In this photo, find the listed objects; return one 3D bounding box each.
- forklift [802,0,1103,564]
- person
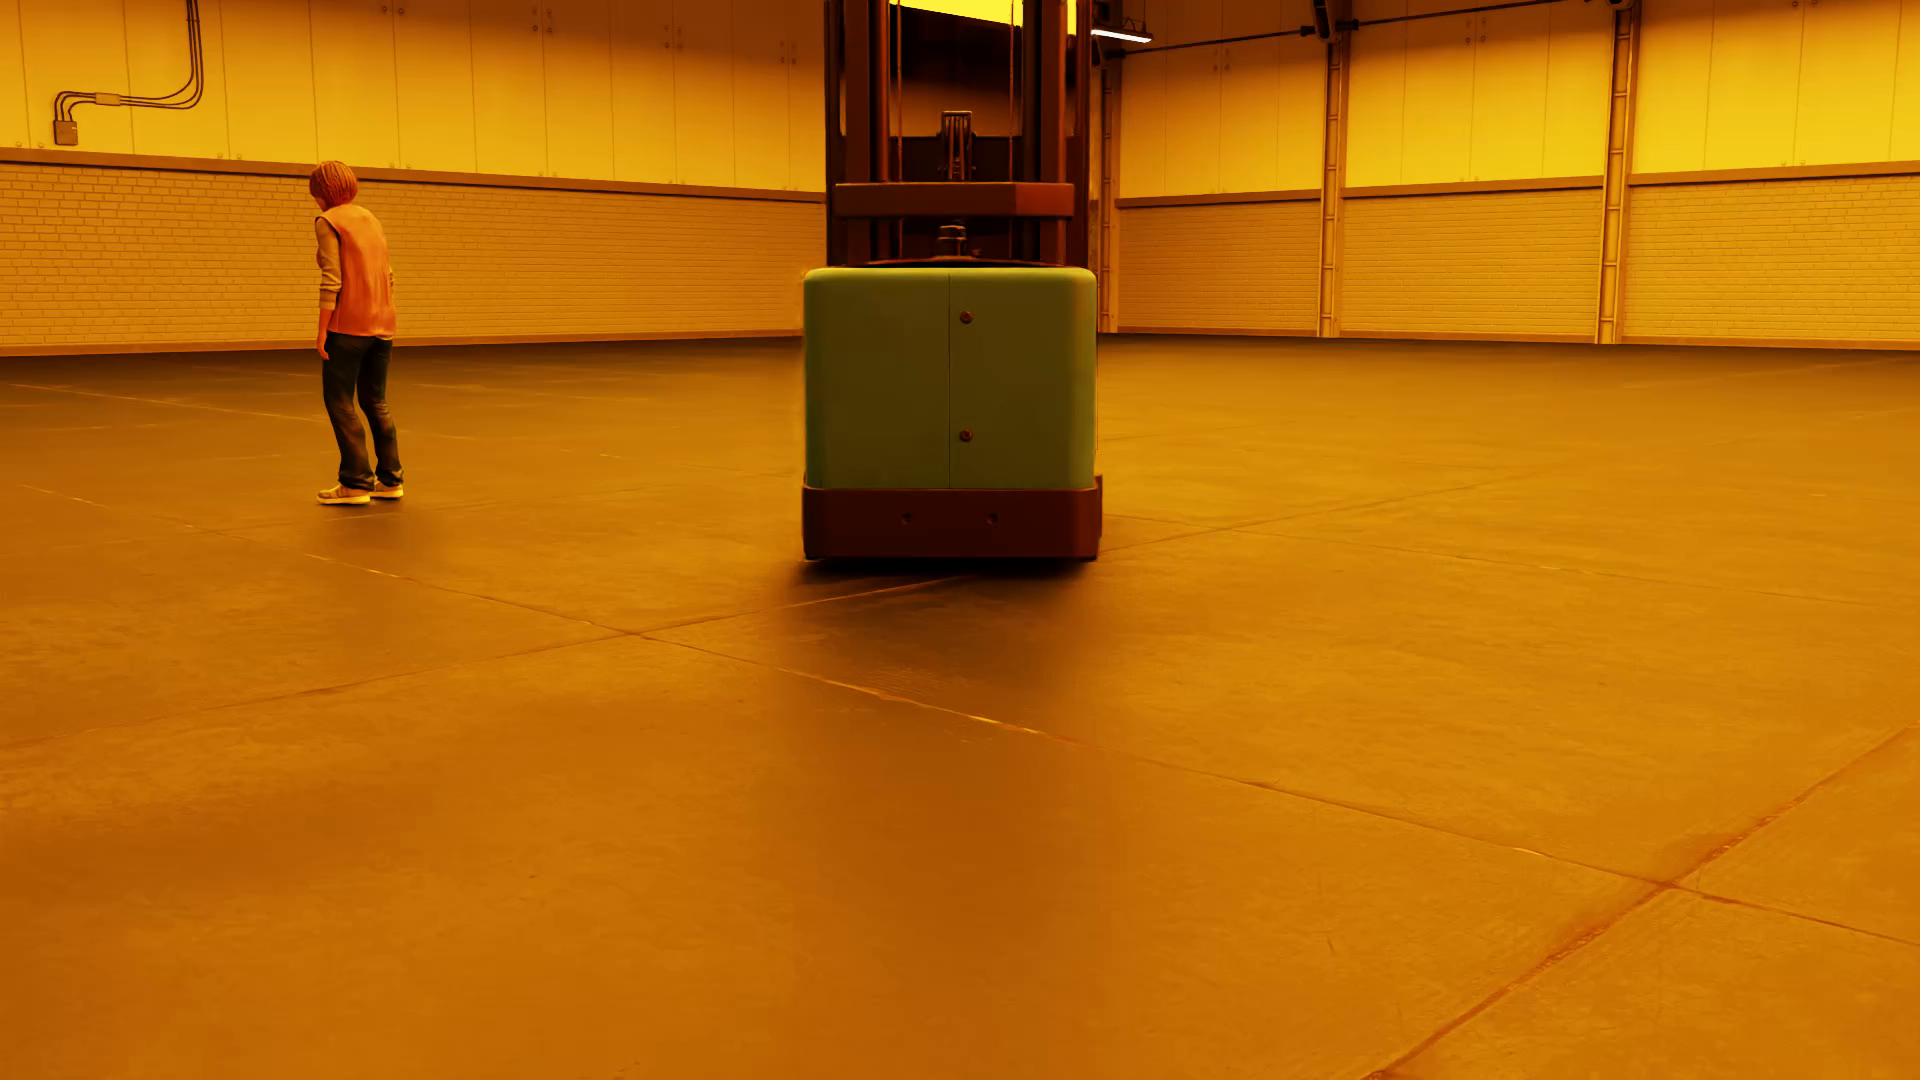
[{"bbox_3d":[-0.005,-1.542,7.114,1.130,2.935,3.031,0,9,1],"label":"forklift"},{"bbox_3d":[-2.838,-0.967,7.805,0.348,1.590,0.471,3,9,22],"label":"person"}]
